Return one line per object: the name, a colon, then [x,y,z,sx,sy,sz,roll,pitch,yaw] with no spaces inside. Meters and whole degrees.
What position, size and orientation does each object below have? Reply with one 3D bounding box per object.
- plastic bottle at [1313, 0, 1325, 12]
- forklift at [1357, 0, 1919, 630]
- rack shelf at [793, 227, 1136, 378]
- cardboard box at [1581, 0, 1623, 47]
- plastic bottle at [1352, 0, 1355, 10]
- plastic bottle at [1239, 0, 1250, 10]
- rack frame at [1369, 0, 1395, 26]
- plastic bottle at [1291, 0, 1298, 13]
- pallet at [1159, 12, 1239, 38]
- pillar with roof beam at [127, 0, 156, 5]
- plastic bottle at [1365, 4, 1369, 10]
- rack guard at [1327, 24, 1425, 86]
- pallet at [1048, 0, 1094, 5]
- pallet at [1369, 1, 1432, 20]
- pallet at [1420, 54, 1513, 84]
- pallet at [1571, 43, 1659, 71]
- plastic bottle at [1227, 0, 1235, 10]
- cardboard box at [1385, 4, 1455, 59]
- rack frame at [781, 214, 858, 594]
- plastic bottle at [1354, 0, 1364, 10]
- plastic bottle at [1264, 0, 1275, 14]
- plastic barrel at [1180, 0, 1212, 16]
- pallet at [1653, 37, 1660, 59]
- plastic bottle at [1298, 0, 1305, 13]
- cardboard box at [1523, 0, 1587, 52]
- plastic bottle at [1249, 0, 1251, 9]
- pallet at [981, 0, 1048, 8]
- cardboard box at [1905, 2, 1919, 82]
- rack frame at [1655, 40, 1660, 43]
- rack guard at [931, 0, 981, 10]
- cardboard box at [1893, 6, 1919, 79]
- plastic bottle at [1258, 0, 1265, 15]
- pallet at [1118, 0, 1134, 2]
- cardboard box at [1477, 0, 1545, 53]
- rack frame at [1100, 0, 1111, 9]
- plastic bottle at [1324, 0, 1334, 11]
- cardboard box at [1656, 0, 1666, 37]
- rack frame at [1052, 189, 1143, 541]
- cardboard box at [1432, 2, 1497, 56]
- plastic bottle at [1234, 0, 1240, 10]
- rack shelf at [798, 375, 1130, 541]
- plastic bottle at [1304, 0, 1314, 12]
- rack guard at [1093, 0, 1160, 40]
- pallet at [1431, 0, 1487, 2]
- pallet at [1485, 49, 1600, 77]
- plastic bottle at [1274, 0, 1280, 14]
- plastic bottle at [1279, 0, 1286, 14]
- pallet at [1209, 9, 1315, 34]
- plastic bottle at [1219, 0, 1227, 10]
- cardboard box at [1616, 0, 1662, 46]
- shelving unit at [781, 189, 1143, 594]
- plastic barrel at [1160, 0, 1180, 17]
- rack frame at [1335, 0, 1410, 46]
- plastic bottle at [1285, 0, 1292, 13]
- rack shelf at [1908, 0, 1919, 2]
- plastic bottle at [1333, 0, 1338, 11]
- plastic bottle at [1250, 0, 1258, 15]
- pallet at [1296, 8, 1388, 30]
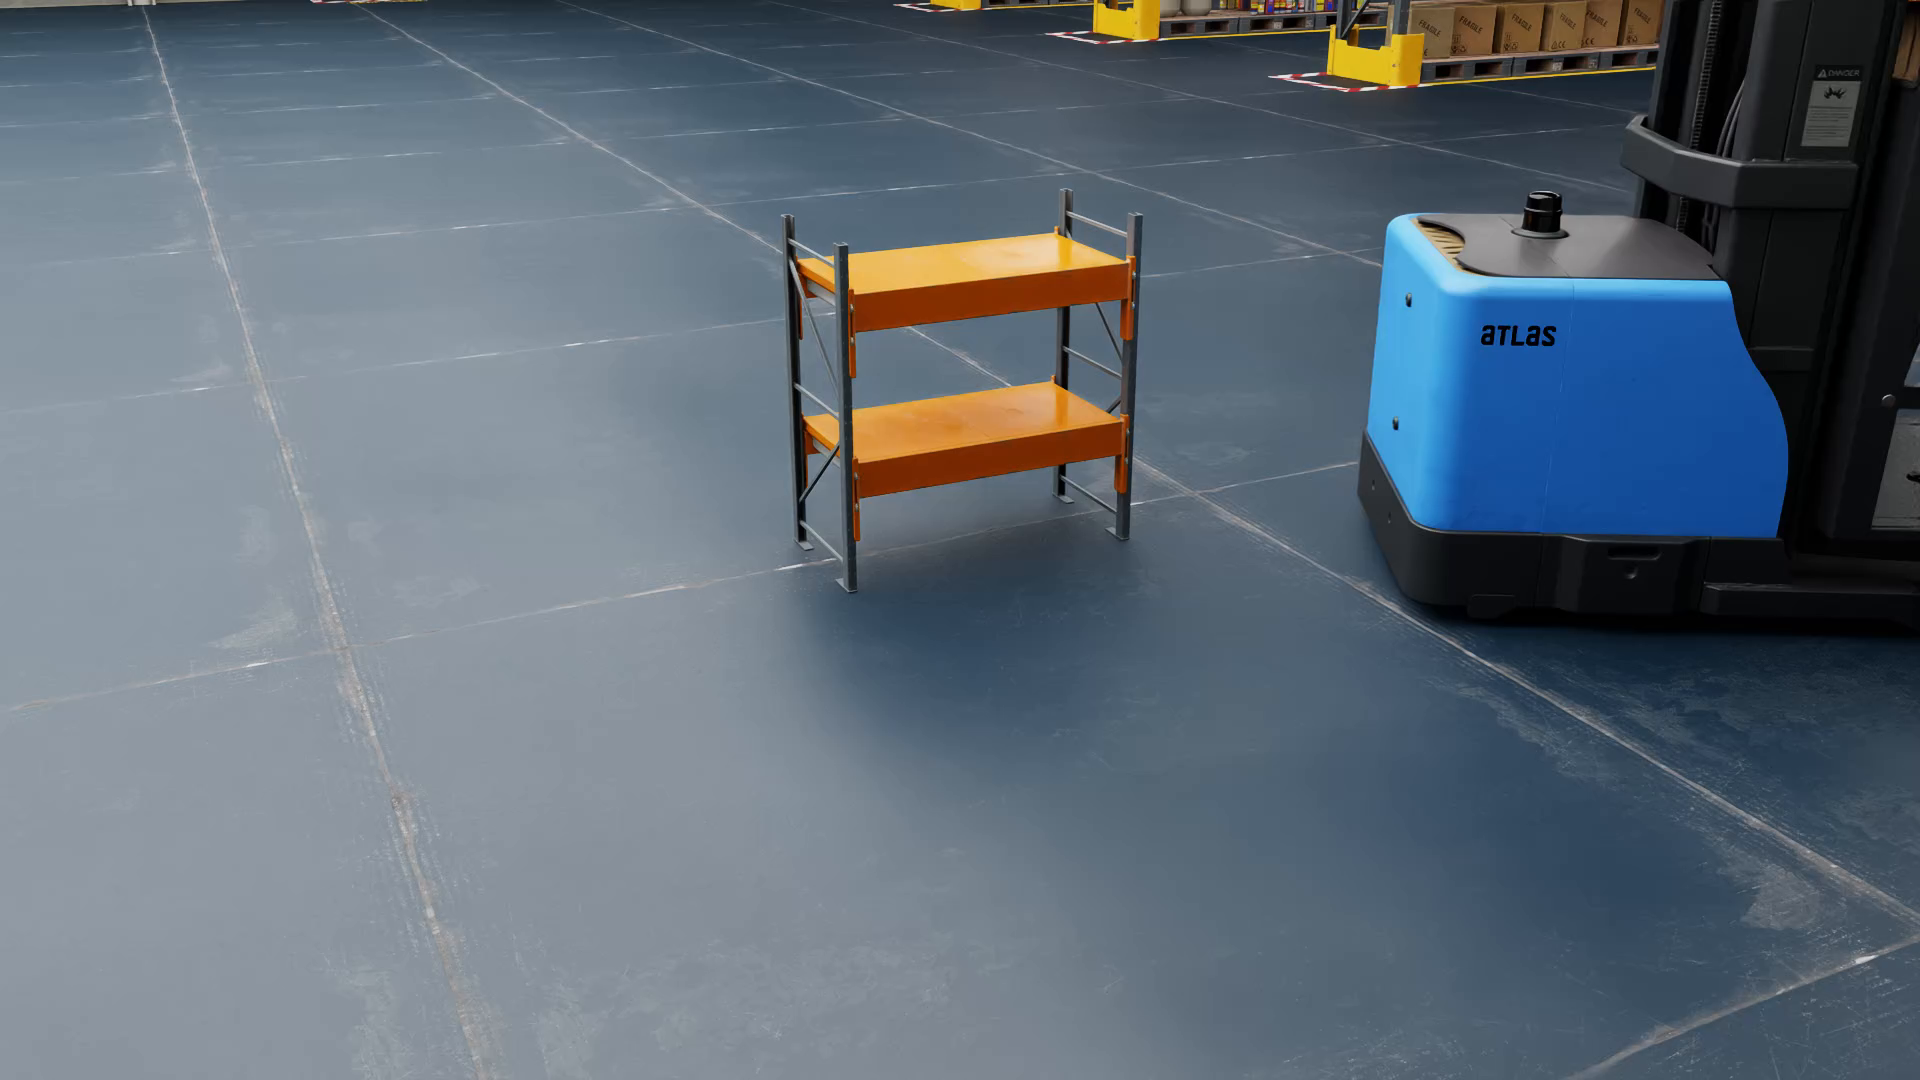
plastic bottle: [4.781,-7.256,22.245,0.185,0.351,0.144,-11,25,-24]
forklift: [2.911,-1.257,4.955,3.031,2.935,1.130,1,23,3]
rack shelf: [0.006,-0.791,5.426,1.000,0.278,0.538,-10,25,-24]
cardboard box: [6.958,-5.750,18.438,0.500,0.500,0.500,-3,23,-7]
plastic bottle: [5.245,-7.341,22.451,0.185,0.351,0.144,-11,25,-25]
plastic bottle: [3.847,-7.304,22.450,0.133,0.283,0.061,-10,25,-24]
rack frame: [5.700,-8.568,22.527,0.127,3.000,1.000,-10,25,-24]
plastic bottle: [4.447,-7.148,22.087,0.097,0.271,0.097,0,22,0]
pallet: [2.879,-6.778,21.848,1.213,0.211,1.003,-10,25,-24]
pillar with roof beam: [-10.890,-11.031,20.632,0.400,9.000,9.100,-10,25,-24]
plastic bottle: [5.509,-7.311,22.573,0.097,0.201,0.097,0,22,0]
rack guard: [4.313,-5.055,17.309,0.348,0.500,1.175,-10,25,-24]
pallet: [1.720,-8.666,26.409,1.213,0.211,1.003,-10,25,-24]
pallet: [6.391,-7.423,23.407,1.213,0.211,1.003,-10,25,-24]
pallet: [5.060,-5.044,17.660,1.213,0.211,1.003,-10,25,-24]
pallet: [7.259,-5.449,18.638,1.213,0.211,1.003,-10,25,-24]
plastic bottle: [3.658,-7.334,22.522,0.133,0.283,0.061,-10,24,-22]
cardboard box: [4.814,-5.334,17.434,0.500,0.500,0.500,-6,23,-14]
rack frame: [-0.452,-0.437,5.334,0.032,1.125,0.500,-10,25,-24]
plastic bottle: [5.410,-7.323,22.495,0.133,0.283,0.061,-9,24,-21]
plastic bottle: [4.077,-7.077,21.902,0.133,0.283,0.061,-10,25,-23]
plastic barrel: [3.108,-7.168,21.848,0.421,0.512,0.421,0,22,0]
pallet: [8.549,-5.702,19.250,1.213,0.211,1.003,-10,25,-24]
plastic bottle: [4.539,-7.132,22.142,0.097,0.201,0.097,0,22,0]
cardboard box: [6.433,-5.620,18.124,0.500,0.500,0.500,-13,26,-28]
plastic bottle: [3.925,-7.360,22.595,0.135,0.276,0.152,-11,25,-25]
pallet: [0.622,-8.465,25.924,1.213,0.211,1.003,-10,25,-24]
cardboard box: [7.679,-3.966,13.637,0.875,0.875,0.875,-11,25,-24]
rack frame: [7.849,-6.861,18.403,0.127,3.000,1.000,-10,25,-24]
rack guard: [-0.070,-8.453,25.518,0.348,0.500,1.175,-10,25,-24]
cardboard box: [6.887,-3.819,13.283,0.875,0.875,0.875,-10,25,-23]
plastic bottle: [3.958,-7.025,21.883,0.097,0.201,0.097,0,22,0]
pallet: [2.821,-8.870,26.902,1.213,0.211,1.003,-10,25,-24]
cardboard box: [5.910,-5.543,17.937,0.500,0.500,0.500,-8,24,-19]
rack frame: [2.096,-7.904,20.924,0.127,3.000,1.000,-10,25,-24]
plastic bottle: [4.943,-7.237,22.287,0.133,0.283,0.061,-9,24,-20]
cardboard box: [8.411,-6.004,19.025,0.500,0.500,0.700,-13,26,-28]
rack frame: [0.464,-0.605,5.741,0.032,1.125,0.500,-10,25,-24]
cardboard box: [5.338,-5.445,17.702,0.500,0.500,0.500,-4,23,-10]
plastic bottle: [3.800,-7.337,22.540,0.135,0.276,0.152,-10,25,-23]
rack shelf: [0.006,-0.295,5.631,1.000,0.278,0.538,-10,25,-24]
plastic bottle: [4.633,-7.196,22.197,0.135,0.276,0.152,-10,24,-23]
rack guard: [2.144,-6.778,21.472,0.348,0.500,1.175,-10,25,-24]
pallet: [7.492,-7.627,23.900,1.213,0.211,1.003,-10,25,-24]
pallet: [6.158,-5.245,18.145,1.213,0.211,1.003,-10,25,-24]
plastic bottle: [4.174,-7.097,21.966,0.097,0.271,0.097,0,22,0]
plastic bottle: [4.264,-7.114,22.006,0.097,0.271,0.097,0,22,0]
pallet: [3.976,-6.979,22.333,1.213,0.211,1.003,-10,25,-24]
plastic bottle: [3.561,-7.271,22.476,0.097,0.201,0.097,0,22,0]
cardboard box: [7.471,-5.848,18.674,0.500,0.500,0.500,-11,25,-25]
shelving unit: [0.006,-0.521,5.538,1.048,1.125,0.538,-10,25,-24]
plastic barrel: [2.656,-7.085,21.647,0.421,0.512,0.421,0,22,0]
rack frame: [4.244,-6.198,16.800,0.127,3.000,1.000,-10,25,-24]
plastic bottle: [4.353,-7.098,22.059,0.097,0.201,0.097,0,22,0]
rack shelf: [8.107,-4.471,13.569,4.000,0.370,1.077,-10,25,-24]
plastic bottle: [5.072,-7.309,22.374,0.185,0.351,0.144,-12,25,-26]
plastic bottle: [3.865,-7.041,21.829,0.097,0.271,0.097,0,22,0]
pallet: [5.077,-7.183,22.826,1.213,0.211,1.003,-10,25,-24]
